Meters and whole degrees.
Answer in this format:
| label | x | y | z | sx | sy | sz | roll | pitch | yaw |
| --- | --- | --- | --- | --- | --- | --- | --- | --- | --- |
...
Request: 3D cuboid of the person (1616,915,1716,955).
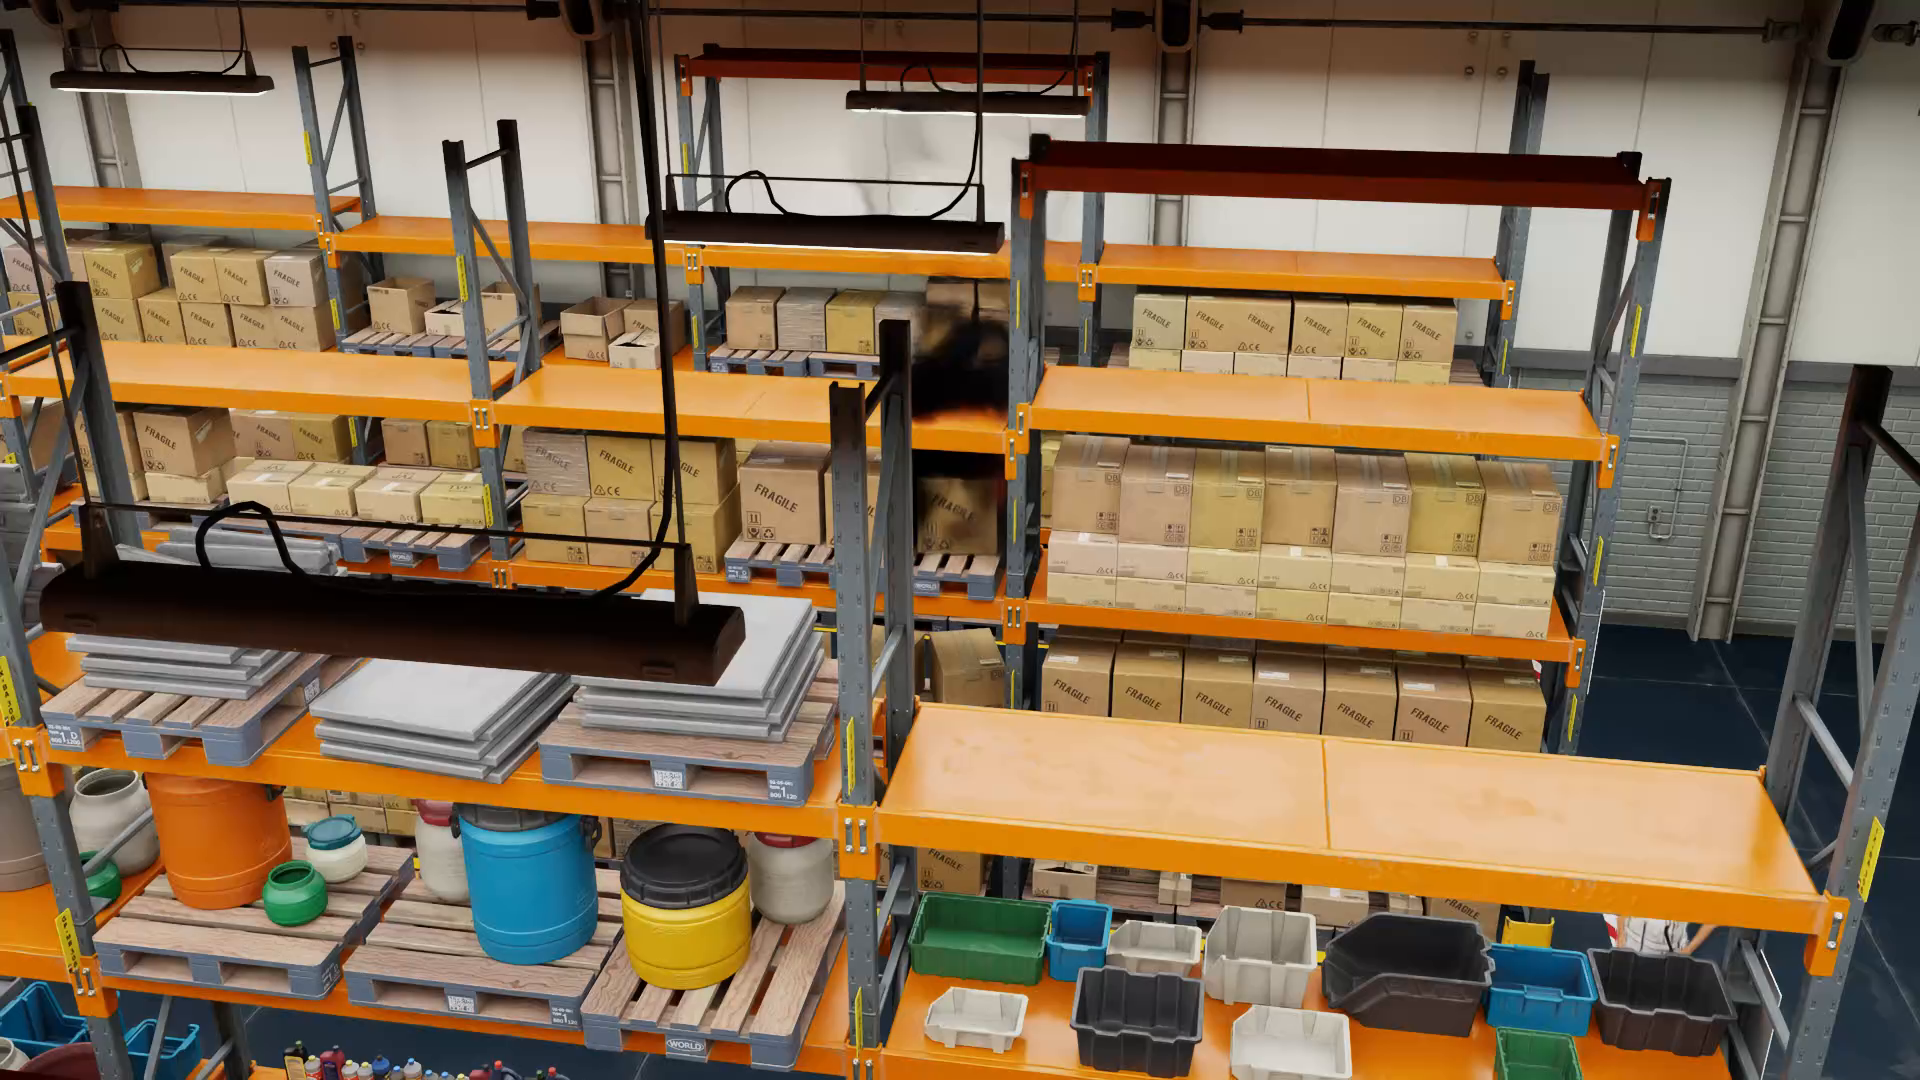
| label | x | y | z | sx | sy | sz | roll | pitch | yaw |
| --- | --- | --- | --- | --- | --- | --- | --- | --- | --- |
| person | 4.764 | 2.867 | 11.520 | 0.618 | 1.645 | 0.595 | -17 | 29 | -35 |
